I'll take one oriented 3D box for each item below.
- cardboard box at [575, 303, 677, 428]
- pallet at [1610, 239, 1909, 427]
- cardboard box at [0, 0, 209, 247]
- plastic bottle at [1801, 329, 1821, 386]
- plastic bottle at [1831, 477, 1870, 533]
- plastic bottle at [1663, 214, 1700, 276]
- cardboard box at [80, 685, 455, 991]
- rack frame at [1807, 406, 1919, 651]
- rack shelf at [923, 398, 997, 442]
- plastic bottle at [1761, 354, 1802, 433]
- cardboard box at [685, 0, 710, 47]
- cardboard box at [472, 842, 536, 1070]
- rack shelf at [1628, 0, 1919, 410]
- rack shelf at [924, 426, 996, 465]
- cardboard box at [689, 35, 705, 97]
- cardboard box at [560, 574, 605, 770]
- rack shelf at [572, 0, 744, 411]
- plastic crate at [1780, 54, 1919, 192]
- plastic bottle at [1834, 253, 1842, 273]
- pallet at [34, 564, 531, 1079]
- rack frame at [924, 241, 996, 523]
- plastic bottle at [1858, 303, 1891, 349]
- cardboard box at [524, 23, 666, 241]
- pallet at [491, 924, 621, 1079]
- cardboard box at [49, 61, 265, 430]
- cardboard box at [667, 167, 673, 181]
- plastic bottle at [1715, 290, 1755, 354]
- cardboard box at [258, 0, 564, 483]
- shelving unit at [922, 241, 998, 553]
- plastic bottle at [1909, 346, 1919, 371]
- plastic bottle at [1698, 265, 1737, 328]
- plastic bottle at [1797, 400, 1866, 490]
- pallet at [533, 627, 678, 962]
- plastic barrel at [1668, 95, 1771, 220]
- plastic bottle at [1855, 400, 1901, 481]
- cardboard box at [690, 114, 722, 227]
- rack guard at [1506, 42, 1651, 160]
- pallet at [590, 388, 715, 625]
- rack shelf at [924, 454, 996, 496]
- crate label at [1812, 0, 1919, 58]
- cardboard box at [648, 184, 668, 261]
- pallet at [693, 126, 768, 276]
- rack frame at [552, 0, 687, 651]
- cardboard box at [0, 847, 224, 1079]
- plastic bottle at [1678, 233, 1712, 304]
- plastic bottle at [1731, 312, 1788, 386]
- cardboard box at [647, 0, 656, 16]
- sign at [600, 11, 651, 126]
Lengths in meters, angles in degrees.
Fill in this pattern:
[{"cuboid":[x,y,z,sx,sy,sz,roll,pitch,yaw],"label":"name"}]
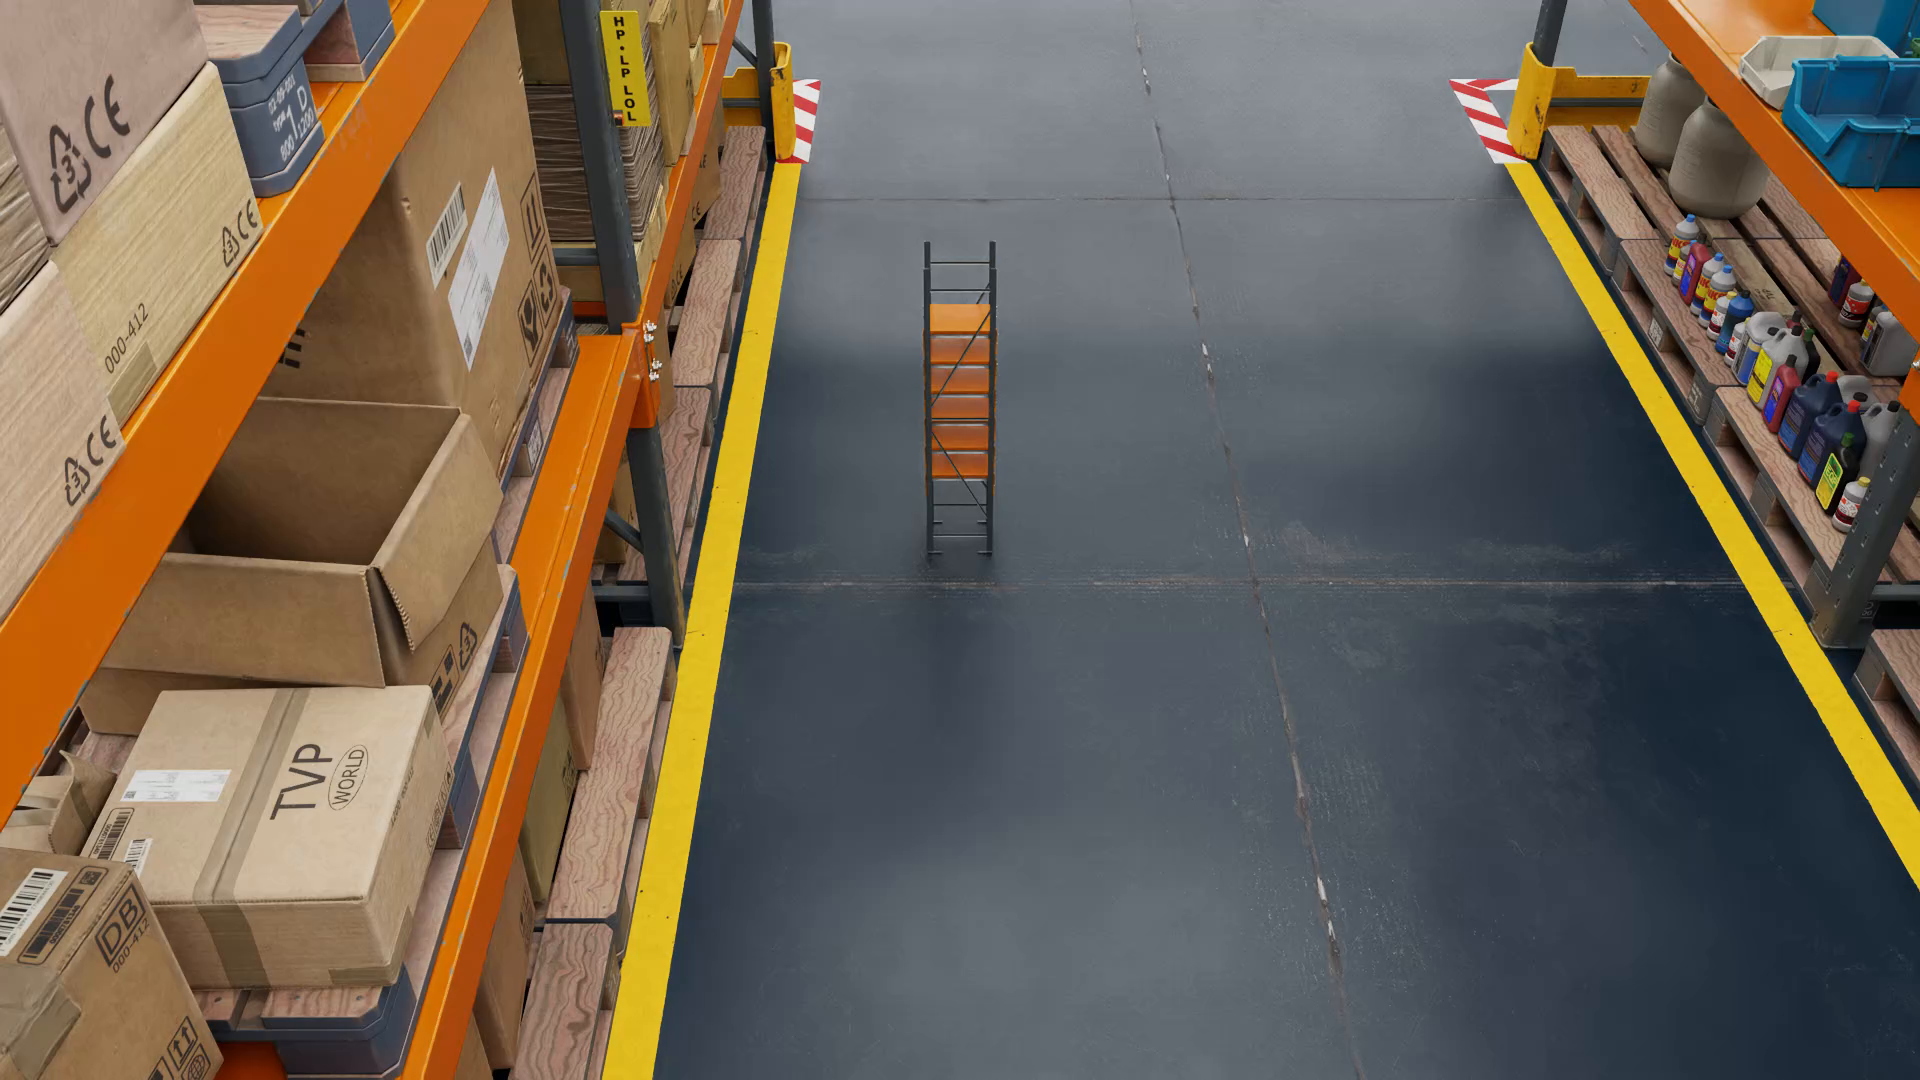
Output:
[{"cuboid":[-1.431,-0.620,6.288,0.500,0.500,0.500,12,40,14],"label":"cardboard box"},{"cuboid":[3.527,-0.923,7.234,1.003,0.211,1.213,0,39,0],"label":"pallet"},{"cuboid":[-1.206,-0.652,1.787,0.500,0.500,0.500,-1,39,-1],"label":"cardboard box"},{"cuboid":[3.303,-0.679,6.519,0.061,0.283,0.133,0,39,0],"label":"plastic bottle"},{"cuboid":[3.178,-0.133,5.903,0.097,0.201,0.097,0,39,0],"label":"plastic bottle"},{"cuboid":[3.176,-1.301,7.305,0.097,0.271,0.097,0,39,0],"label":"plastic bottle"},{"cuboid":[-1.230,0.525,2.981,0.500,0.250,0.500,-1,39,-1],"label":"cardboard box"},{"cuboid":[3.490,-0.827,4.883,1.000,3.000,0.127,0,39,0],"label":"rack frame"},{"cuboid":[0.000,-0.443,5.914,0.258,0.103,0.180,0,39,0],"label":"rack shelf"},{"cuboid":[3.159,-0.563,6.374,0.061,0.283,0.133,2,39,3],"label":"plastic bottle"},{"cuboid":[-1.427,-2.198,6.276,0.875,0.500,0.500,0,39,0],"label":"cardboard box"},{"cuboid":[-1.501,1.013,4.235,0.700,0.500,0.500,-3,39,-4],"label":"cardboard box"},{"cuboid":[3.488,-1.797,6.669,1.077,0.370,4.000,0,39,0],"label":"rack shelf"},{"cuboid":[0.000,-0.349,5.989,0.258,0.103,0.180,0,39,0],"label":"rack shelf"},{"cuboid":[-1.177,-1.798,6.296,0.380,0.149,0.250,0,39,0],"label":"cardboard box"},{"cuboid":[-1.483,0.365,5.044,0.700,0.500,0.500,-3,39,-4],"label":"cardboard box"},{"cuboid":[-1.465,-1.793,6.664,1.077,0.370,4.000,0,39,0],"label":"rack shelf"},{"cuboid":[3.218,-1.461,5.793,0.499,0.251,0.616,0,39,0],"label":"plastic crate"},{"cuboid":[3.926,-1.260,7.309,0.097,0.201,0.097,0,39,0],"label":"plastic bottle"},{"cuboid":[-1.501,0.515,3.362,1.003,0.211,1.213,0,39,0],"label":"pallet"},{"cuboid":[0.000,-0.534,5.957,0.240,1.200,0.006,0,39,0],"label":"rack frame"},{"cuboid":[3.783,-0.884,6.841,0.097,0.201,0.097,0,39,0],"label":"plastic bottle"},{"cuboid":[-1.401,-1.260,5.105,0.875,0.500,0.500,0,39,0],"label":"cardboard box"},{"cuboid":[-1.456,1.517,4.189,1.003,0.211,1.213,0,39,0],"label":"pallet"},{"cuboid":[-1.214,-0.370,2.035,0.500,0.250,0.500,1,39,1],"label":"cardboard box"},{"cuboid":[-1.187,-1.329,5.710,0.380,0.149,0.250,0,39,0],"label":"cardboard box"},{"cuboid":[3.177,-0.898,6.801,0.097,0.271,0.097,0,39,0],"label":"plastic bottle"},{"cuboid":[-1.602,-0.724,3.940,1.000,1.000,1.000,0,39,0],"label":"cardboard box"},{"cuboid":[0.000,-0.477,5.886,0.258,1.200,0.189,0,39,0],"label":"shelving unit"},{"cuboid":[3.904,-0.854,6.683,0.144,0.351,0.185,0,39,0],"label":"plastic bottle"},{"cuboid":[3.177,-1.024,6.959,0.097,0.271,0.097,0,39,0],"label":"plastic bottle"},{"cuboid":[3.201,-0.367,6.076,0.144,0.351,0.185,-1,39,-1],"label":"plastic bottle"},{"cuboid":[-1.460,0.752,5.143,1.003,0.211,1.213,0,39,0],"label":"pallet"},{"cuboid":[3.564,-1.796,7.746,0.421,0.512,0.421,0,39,0],"label":"plastic barrel"},{"cuboid":[3.346,-0.367,6.076,0.144,0.351,0.185,0,39,0],"label":"plastic bottle"},{"cuboid":[-1.448,-1.749,7.697,0.500,0.500,0.500,10,40,12],"label":"cardboard box"},{"cuboid":[3.533,-2.305,8.727,1.175,0.500,0.348,0,39,0],"label":"rack guard"},{"cuboid":[-1.499,-0.155,6.275,1.003,0.211,1.213,0,39,0],"label":"pallet"},{"cuboid":[0.000,-0.255,6.064,0.258,0.103,0.180,0,39,0],"label":"rack shelf"},{"cuboid":[3.758,-2.191,6.557,0.502,0.435,0.616,0,39,0],"label":"crate label"},{"cuboid":[-1.149,-1.016,5.320,0.380,0.149,0.250,0,39,0],"label":"cardboard box"},{"cuboid":[-1.502,-1.681,8.179,1.003,0.211,1.213,0,39,0],"label":"pallet"},{"cuboid":[-1.463,-0.823,4.879,1.000,3.000,0.127,0,39,0],"label":"rack frame"},{"cuboid":[-1.599,0.789,2.451,0.700,0.500,0.500,5,39,7],"label":"cardboard box"},{"cuboid":[3.158,-1.164,7.124,0.061,0.283,0.133,1,39,1],"label":"plastic bottle"},{"cuboid":[3.205,-0.762,6.628,0.152,0.276,0.135,1,39,1],"label":"plastic bottle"},{"cuboid":[-1.211,-1.963,5.183,0.500,0.500,0.500,0,39,0],"label":"cardboard box"},{"cuboid":[-0.908,-1.278,4.520,0.100,0.325,0.005,0,39,0],"label":"sign"}]
